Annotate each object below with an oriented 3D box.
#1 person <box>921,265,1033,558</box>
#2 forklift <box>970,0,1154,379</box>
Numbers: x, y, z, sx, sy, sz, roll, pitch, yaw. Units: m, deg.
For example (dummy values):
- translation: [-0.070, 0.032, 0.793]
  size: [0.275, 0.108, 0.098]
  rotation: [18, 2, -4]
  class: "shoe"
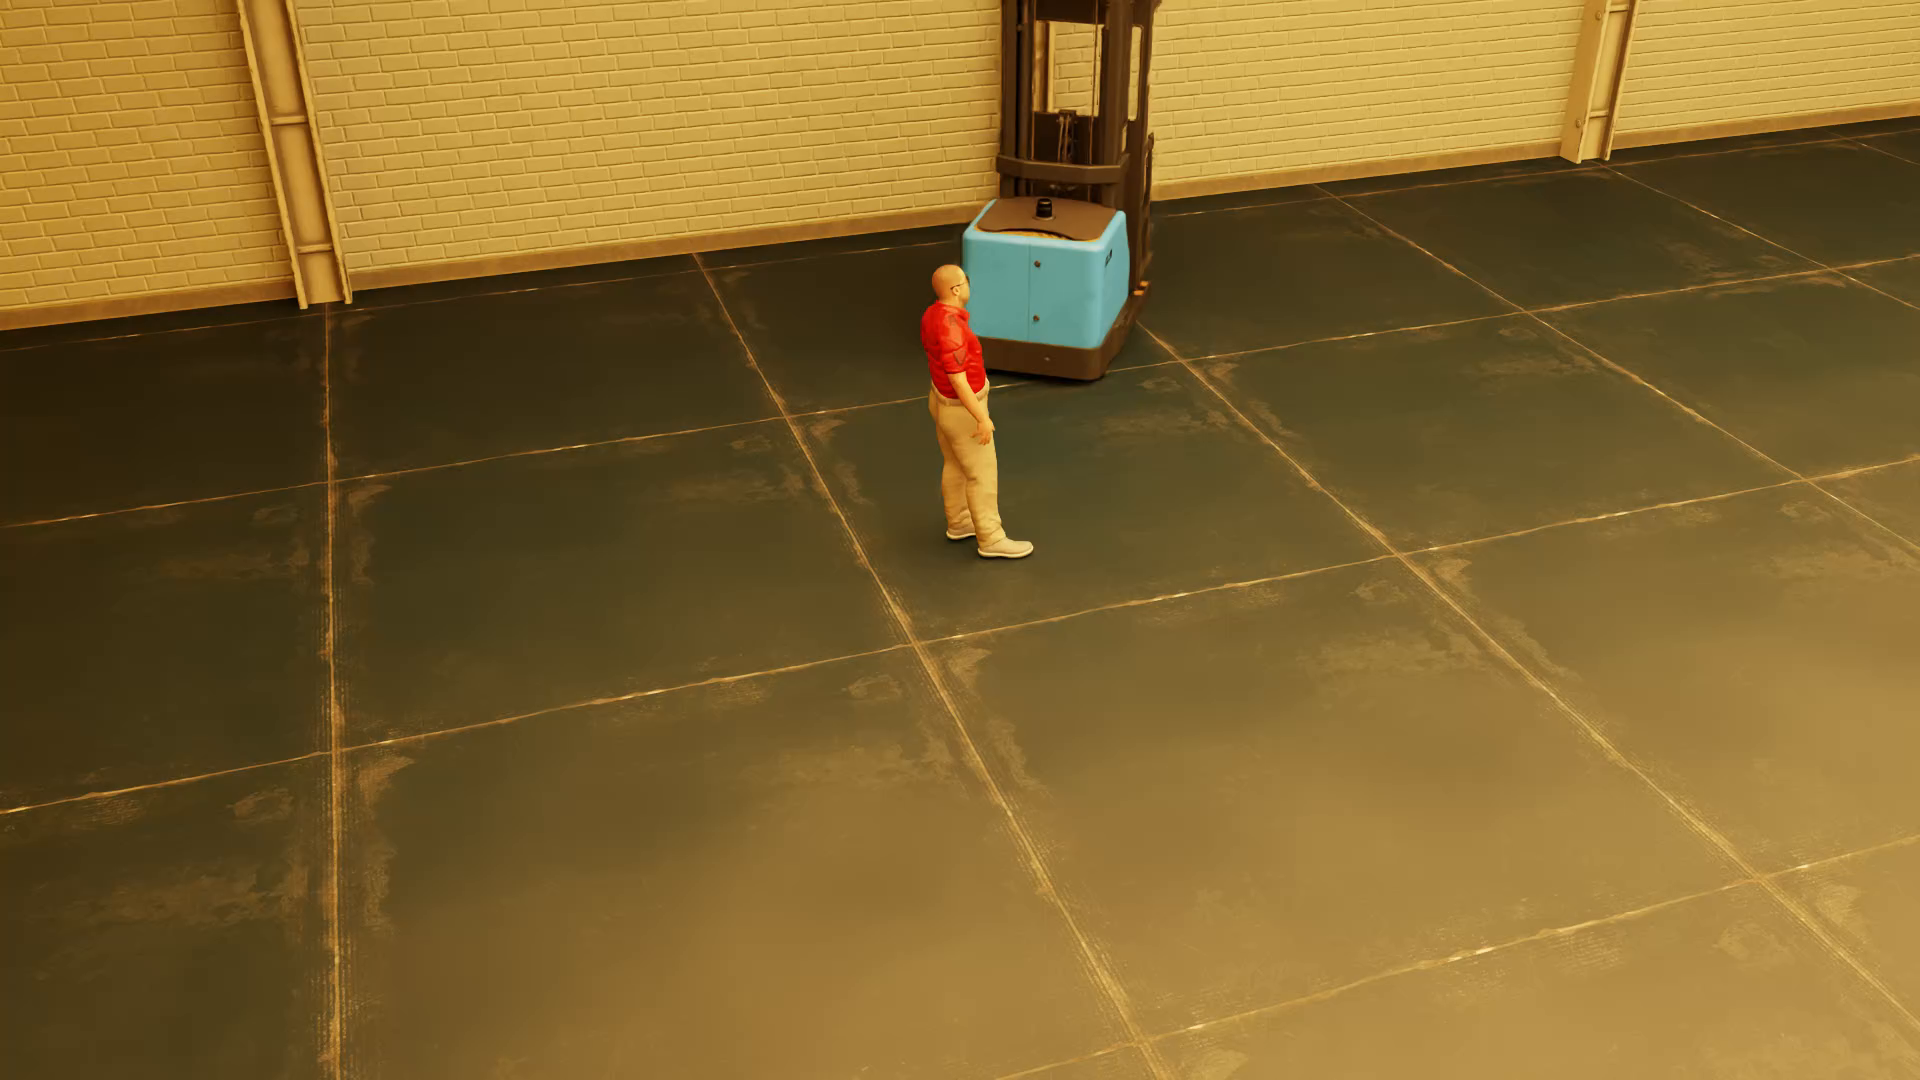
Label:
- translation: [0.089, -0.764, 9.606]
  size: [0.551, 1.728, 0.640]
  rotation: [-10, 31, -16]
  class: "person"
- translation: [0.861, -3.139, 12.542]
  size: [1.130, 2.935, 3.031]
  rotation: [6, 30, 10]
  class: "forklift"
